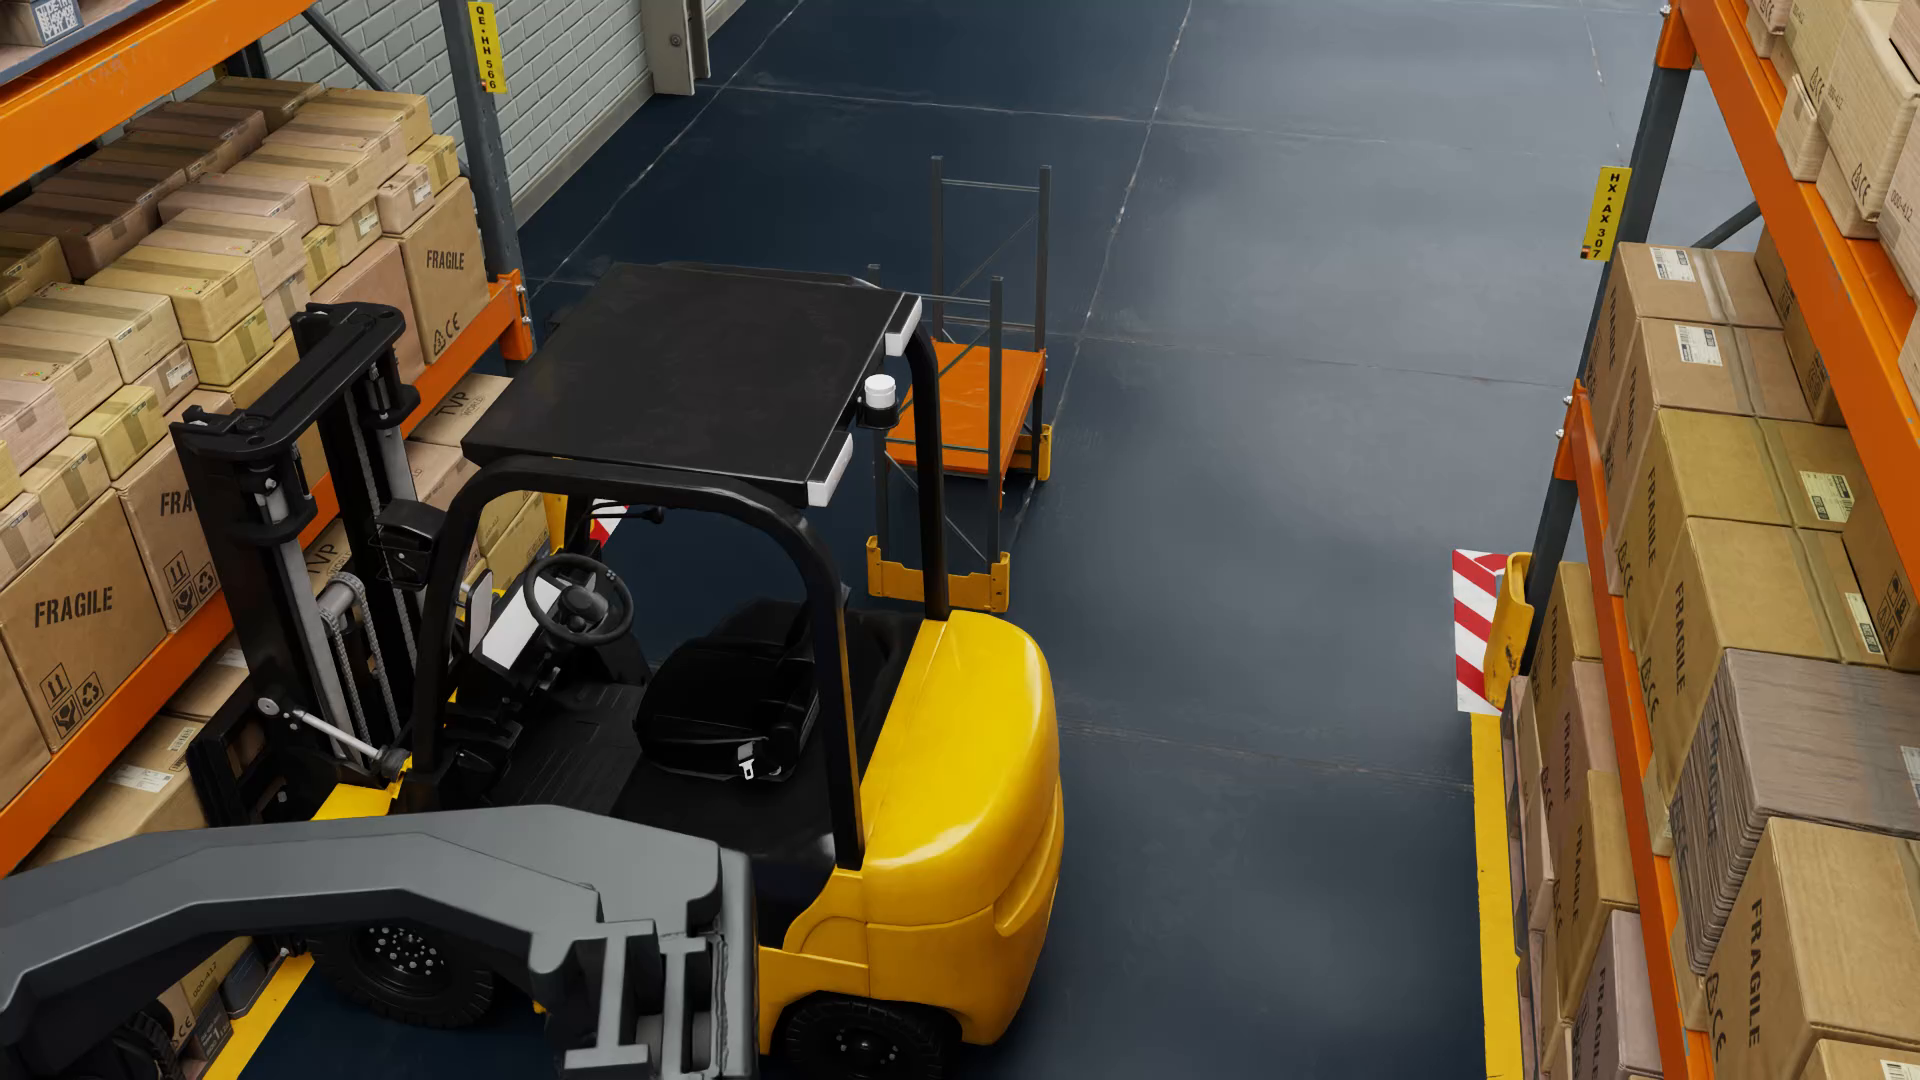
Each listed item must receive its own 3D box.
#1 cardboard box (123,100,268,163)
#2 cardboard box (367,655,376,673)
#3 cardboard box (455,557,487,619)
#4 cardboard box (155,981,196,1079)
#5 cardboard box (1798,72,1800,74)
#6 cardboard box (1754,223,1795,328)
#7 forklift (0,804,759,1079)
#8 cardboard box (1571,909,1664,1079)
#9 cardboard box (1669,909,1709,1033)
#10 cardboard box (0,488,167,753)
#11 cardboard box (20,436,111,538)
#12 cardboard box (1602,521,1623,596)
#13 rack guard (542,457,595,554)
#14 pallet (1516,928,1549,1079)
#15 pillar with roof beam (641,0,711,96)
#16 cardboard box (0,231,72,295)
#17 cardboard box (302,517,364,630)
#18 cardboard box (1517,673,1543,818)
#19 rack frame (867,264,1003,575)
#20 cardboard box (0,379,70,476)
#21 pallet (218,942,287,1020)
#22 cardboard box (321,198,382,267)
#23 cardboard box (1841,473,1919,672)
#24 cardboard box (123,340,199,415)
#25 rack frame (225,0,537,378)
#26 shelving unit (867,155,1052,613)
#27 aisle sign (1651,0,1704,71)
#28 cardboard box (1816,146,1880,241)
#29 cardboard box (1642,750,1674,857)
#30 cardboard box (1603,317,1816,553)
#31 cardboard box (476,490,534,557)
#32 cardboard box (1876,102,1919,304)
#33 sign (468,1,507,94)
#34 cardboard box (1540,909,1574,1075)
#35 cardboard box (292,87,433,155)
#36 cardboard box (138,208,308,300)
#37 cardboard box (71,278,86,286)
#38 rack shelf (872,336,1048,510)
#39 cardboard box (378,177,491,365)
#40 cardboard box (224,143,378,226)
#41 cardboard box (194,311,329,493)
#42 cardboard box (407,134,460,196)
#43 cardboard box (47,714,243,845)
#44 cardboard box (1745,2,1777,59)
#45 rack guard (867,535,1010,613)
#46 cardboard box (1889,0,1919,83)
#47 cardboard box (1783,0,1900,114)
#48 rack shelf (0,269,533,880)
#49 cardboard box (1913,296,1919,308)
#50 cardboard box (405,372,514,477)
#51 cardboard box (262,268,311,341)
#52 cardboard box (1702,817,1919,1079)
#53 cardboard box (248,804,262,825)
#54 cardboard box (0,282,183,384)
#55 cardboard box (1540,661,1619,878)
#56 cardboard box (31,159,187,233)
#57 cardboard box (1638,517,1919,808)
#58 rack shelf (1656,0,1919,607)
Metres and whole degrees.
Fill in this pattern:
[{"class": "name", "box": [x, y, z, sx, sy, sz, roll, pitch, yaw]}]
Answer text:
[{"class": "cardboard box", "box": [-2.610, -1.376, 5.701, 0.380, 0.149, 0.250, 9, 37, 12]}, {"class": "cardboard box", "box": [-2.218, 0.381, 5.728, 0.500, 0.250, 0.500, 7, 36, 9]}, {"class": "cardboard box", "box": [-2.119, 0.273, 6.302, 0.500, 0.250, 0.500, 7, 37, 10]}, {"class": "cardboard box", "box": [-2.546, 1.445, 4.686, 0.500, 0.250, 0.500, 7, 36, 9]}, {"class": "cardboard box", "box": [2.109, -0.999, 3.731, 0.380, 0.149, 0.250, 6, 36, 9]}, {"class": "cardboard box", "box": [2.742, -0.889, 4.729, 0.700, 0.500, 0.500, 6, 36, 9]}, {"class": "forklift", "box": [-0.634, 1.897, 2.135, 1.130, 2.935, 3.031, -3, 36, -5]}, {"class": "cardboard box", "box": [1.863, 1.333, 4.202, 0.500, 0.500, 0.500, 9, 37, 12]}, {"class": "cardboard box", "box": [1.768, 0.947, 3.602, 0.380, 0.149, 0.250, 7, 36, 9]}, {"class": "cardboard box", "box": [-2.514, 0.177, 4.365, 0.500, 0.500, 0.500, 7, 37, 10]}, {"class": "cardboard box", "box": [-2.440, -0.153, 4.267, 0.380, 0.149, 0.250, 6, 36, 8]}, {"class": "cardboard box", "box": [2.088, 0.056, 4.831, 0.380, 0.149, 0.250, 8, 37, 11]}, {"class": "rack guard", "box": [-2.207, -0.265, 7.189, 1.175, 0.500, 0.348, 7, 37, 10]}, {"class": "pallet", "box": [2.151, 1.688, 4.741, 1.003, 0.211, 1.213, 7, 37, 10]}, {"class": "pillar with roof beam", "box": [2.246, -6.306, 8.283, 9.100, 9.000, 0.400, 7, 37, 10]}, {"class": "cardboard box", "box": [-2.875, -0.790, 4.892, 0.380, 0.149, 0.250, 6, 36, 9]}, {"class": "cardboard box", "box": [-2.207, 0.162, 5.603, 0.500, 0.250, 0.500, 8, 37, 11]}, {"class": "cardboard box", "box": [2.195, 0.728, 5.675, 0.500, 0.250, 0.500, 7, 37, 10]}, {"class": "rack frame", "box": [-0.090, -0.365, 6.475, 0.500, 1.500, 0.032, 7, 37, 10]}, {"class": "cardboard box", "box": [-2.511, -0.287, 4.199, 0.380, 0.149, 0.250, 7, 37, 10]}, {"class": "pallet", "box": [-2.597, 1.007, 5.681, 1.003, 0.211, 1.213, 7, 37, 10]}, {"class": "cardboard box", "box": [-2.153, -1.041, 5.492, 0.380, 0.149, 0.250, 8, 37, 11]}, {"class": "cardboard box", "box": [2.376, -0.025, 3.538, 0.700, 0.500, 0.500, 7, 37, 10]}, {"class": "cardboard box", "box": [-2.404, -0.462, 4.693, 0.380, 0.149, 0.250, 7, 37, 10]}, {"class": "rack frame", "box": [-2.212, -1.263, 6.437, 1.000, 3.000, 0.127, 7, 37, 10]}, {"class": "shelving unit", "box": [0.016, -0.651, 6.870, 0.587, 1.500, 1.083, 7, 37, 10]}, {"class": "aisle sign", "box": [2.348, -1.770, 4.921, 0.394, 0.787, 0.004, 7, 37, 10]}, {"class": "cardboard box", "box": [1.961, -0.709, 3.330, 0.380, 0.149, 0.250, 6, 36, 9]}, {"class": "cardboard box", "box": [1.872, 0.652, 4.009, 0.380, 0.149, 0.250, 8, 37, 10]}, {"class": "cardboard box", "box": [2.158, -0.270, 4.728, 0.500, 0.500, 0.500, 8, 37, 11]}, {"class": "cardboard box", "box": [-2.011, -0.204, 6.535, 0.500, 0.250, 0.500, 7, 36, 9]}, {"class": "cardboard box", "box": [1.845, -0.491, 2.690, 0.500, 0.250, 0.500, 7, 36, 9]}, {"class": "sign", "box": [-1.685, -1.752, 5.923, 0.100, 0.325, 0.005, 7, 37, 10]}, {"class": "cardboard box", "box": [1.975, 1.334, 4.838, 0.500, 0.250, 0.500, 10, 37, 13]}, {"class": "cardboard box", "box": [-2.083, -1.455, 5.810, 0.380, 0.149, 0.250, 7, 37, 10]}, {"class": "cardboard box", "box": [-2.207, -0.860, 4.988, 0.380, 0.149, 0.250, 8, 37, 11]}, {"class": "cardboard box", "box": [-2.828, -0.830, 5.202, 0.380, 0.149, 0.250, 8, 37, 10]}, {"class": "rack shelf", "box": [0.018, -0.511, 6.983, 0.538, 0.185, 1.000, 7, 37, 10]}, {"class": "cardboard box", "box": [-2.061, -0.988, 5.973, 0.500, 0.500, 0.500, 7, 36, 9]}, {"class": "cardboard box", "box": [-2.134, -1.156, 5.398, 0.380, 0.149, 0.250, 8, 37, 11]}, {"class": "cardboard box", "box": [-2.290, -0.398, 5.158, 0.500, 0.500, 0.500, 7, 36, 9]}, {"class": "cardboard box", "box": [-2.012, -1.332, 5.894, 0.380, 0.149, 0.250, 8, 37, 11]}, {"class": "cardboard box", "box": [-2.442, 0.752, 4.790, 0.500, 0.250, 0.500, 9, 37, 12]}, {"class": "cardboard box", "box": [2.191, -1.297, 4.142, 0.380, 0.149, 0.250, 8, 37, 11]}, {"class": "rack guard", "box": [-0.090, 0.141, 6.843, 0.587, 0.250, 0.087, 7, 37, 10]}, {"class": "cardboard box", "box": [1.876, -0.895, 2.908, 0.380, 0.149, 0.250, 8, 37, 11]}, {"class": "cardboard box", "box": [2.067, -1.076, 3.496, 0.500, 0.250, 0.500, 8, 37, 11]}, {"class": "rack shelf", "box": [-2.639, 0.175, 5.066, 1.077, 0.370, 4.000, 7, 37, 10]}, {"class": "cardboard box", "box": [1.925, -0.408, 2.915, 0.380, 0.149, 0.250, 8, 37, 11]}, {"class": "cardboard box", "box": [-2.006, -0.422, 6.409, 0.500, 0.250, 0.500, 8, 37, 12]}, {"class": "cardboard box", "box": [-2.228, -0.741, 5.079, 0.380, 0.149, 0.250, 6, 36, 8]}, {"class": "cardboard box", "box": [1.739, 0.907, 3.103, 0.500, 0.500, 0.500, 9, 37, 12]}, {"class": "cardboard box", "box": [-2.437, 0.957, 4.933, 0.500, 0.250, 0.500, 7, 37, 10]}, {"class": "cardboard box", "box": [-2.405, -0.575, 4.596, 0.380, 0.149, 0.250, 8, 37, 11]}, {"class": "cardboard box", "box": [2.084, 0.738, 5.021, 0.500, 0.500, 0.500, 6, 36, 8]}, {"class": "cardboard box", "box": [-2.691, -1.082, 5.295, 0.380, 0.149, 0.250, 8, 37, 10]}, {"class": "cardboard box", "box": [1.950, 0.315, 3.921, 0.500, 0.500, 0.500, 7, 36, 9]}, {"class": "rack shelf", "box": [2.211, -0.420, 3.330, 1.077, 0.370, 4.000, 7, 37, 10]}]
